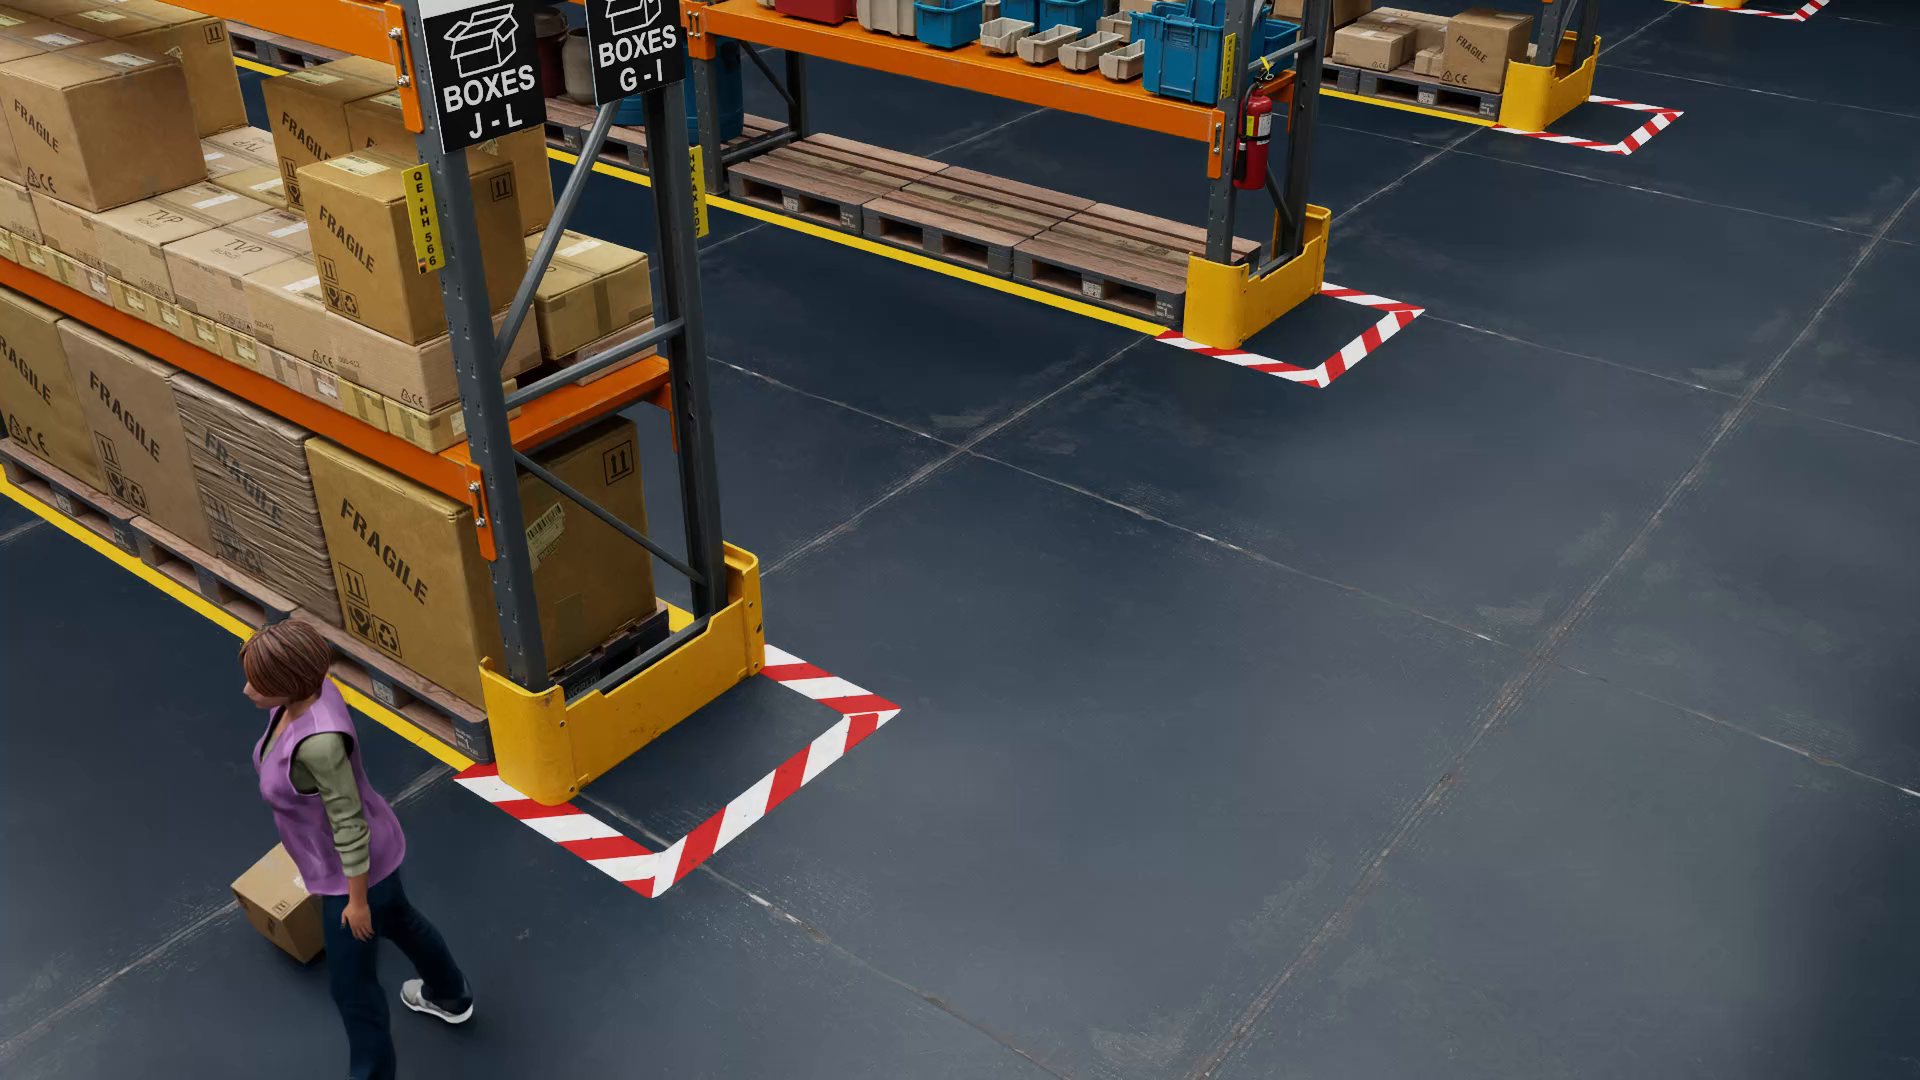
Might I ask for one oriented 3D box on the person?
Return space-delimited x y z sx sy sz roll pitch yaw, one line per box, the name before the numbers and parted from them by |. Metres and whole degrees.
person | -1.707 0.923 4.602 0.538 1.576 0.613 -13 34 -21
